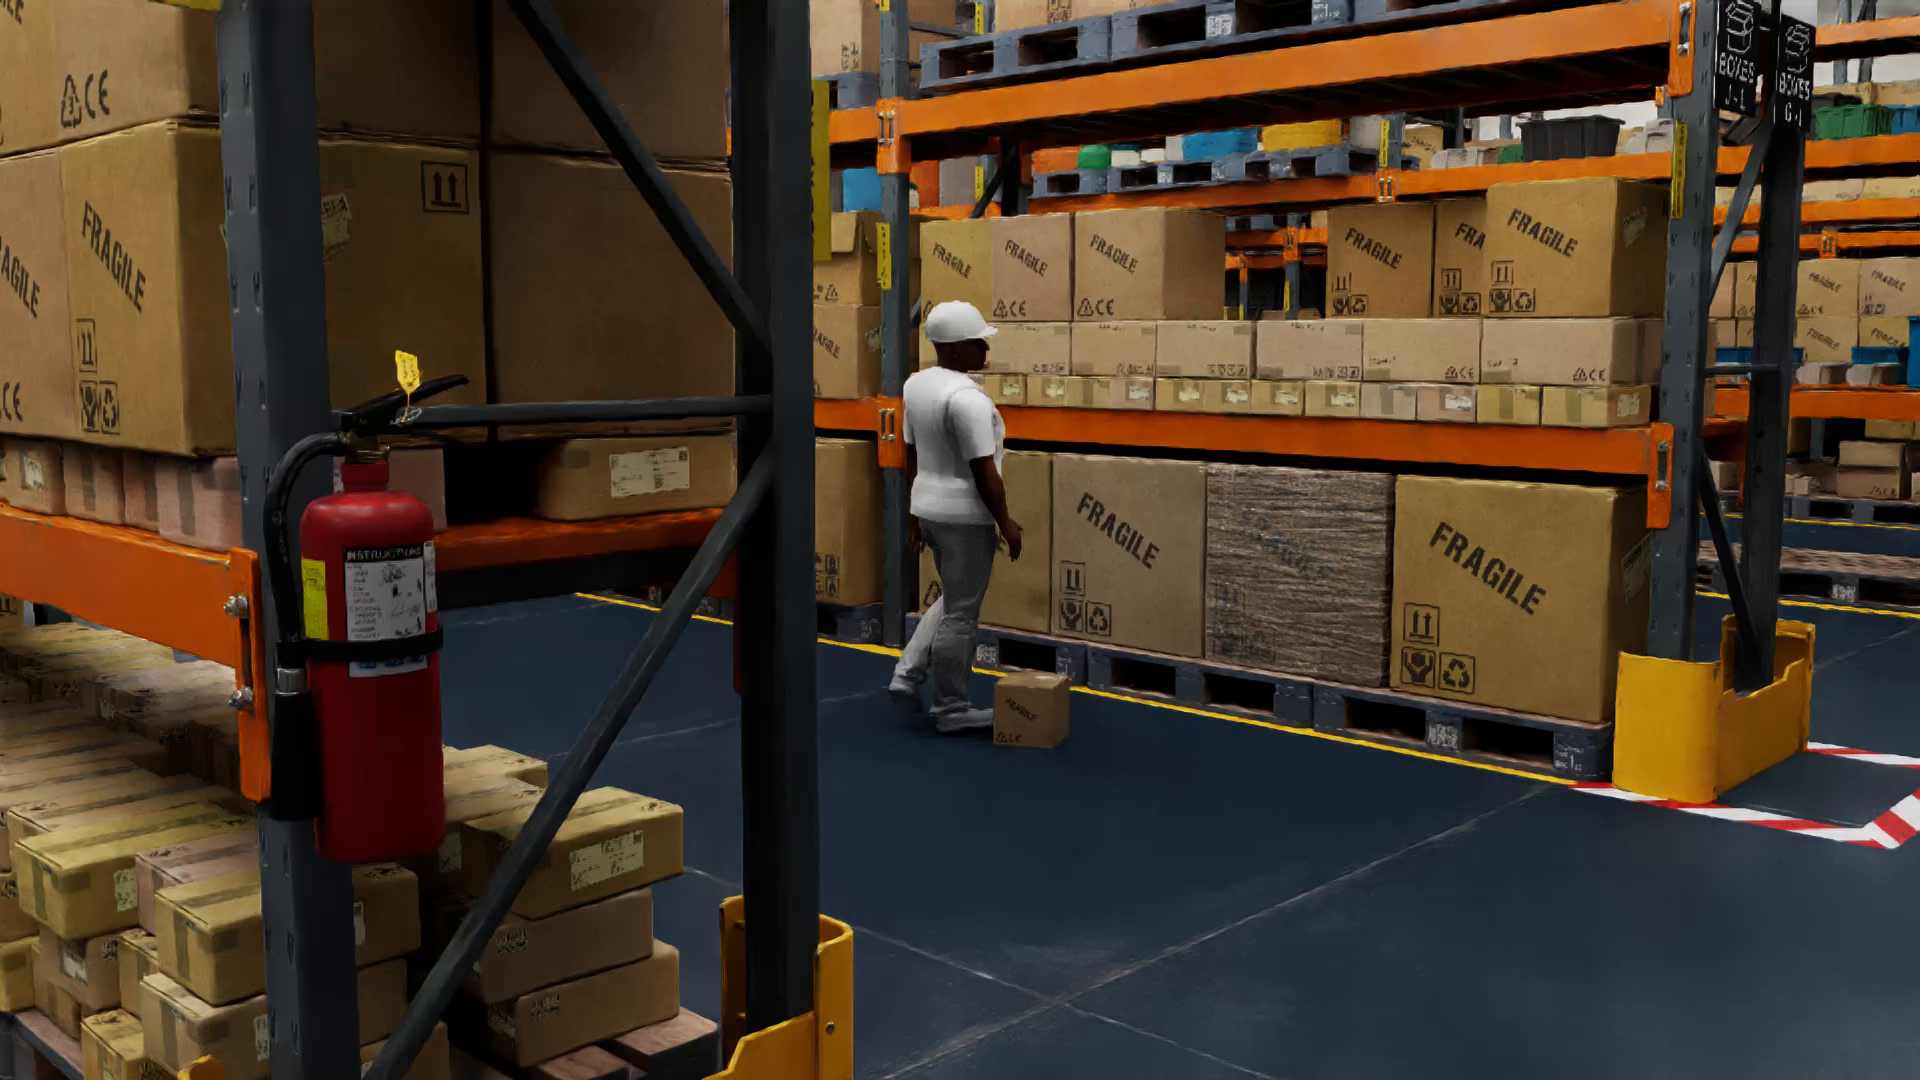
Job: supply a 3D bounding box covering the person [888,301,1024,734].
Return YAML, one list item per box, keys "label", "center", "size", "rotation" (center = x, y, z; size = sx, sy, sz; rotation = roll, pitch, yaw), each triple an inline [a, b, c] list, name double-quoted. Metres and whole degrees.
- label: "person"
  center: [-0.022, -0.081, 6.771]
  size: [0.475, 1.761, 0.620]
  rotation: [-4, 8, -28]
